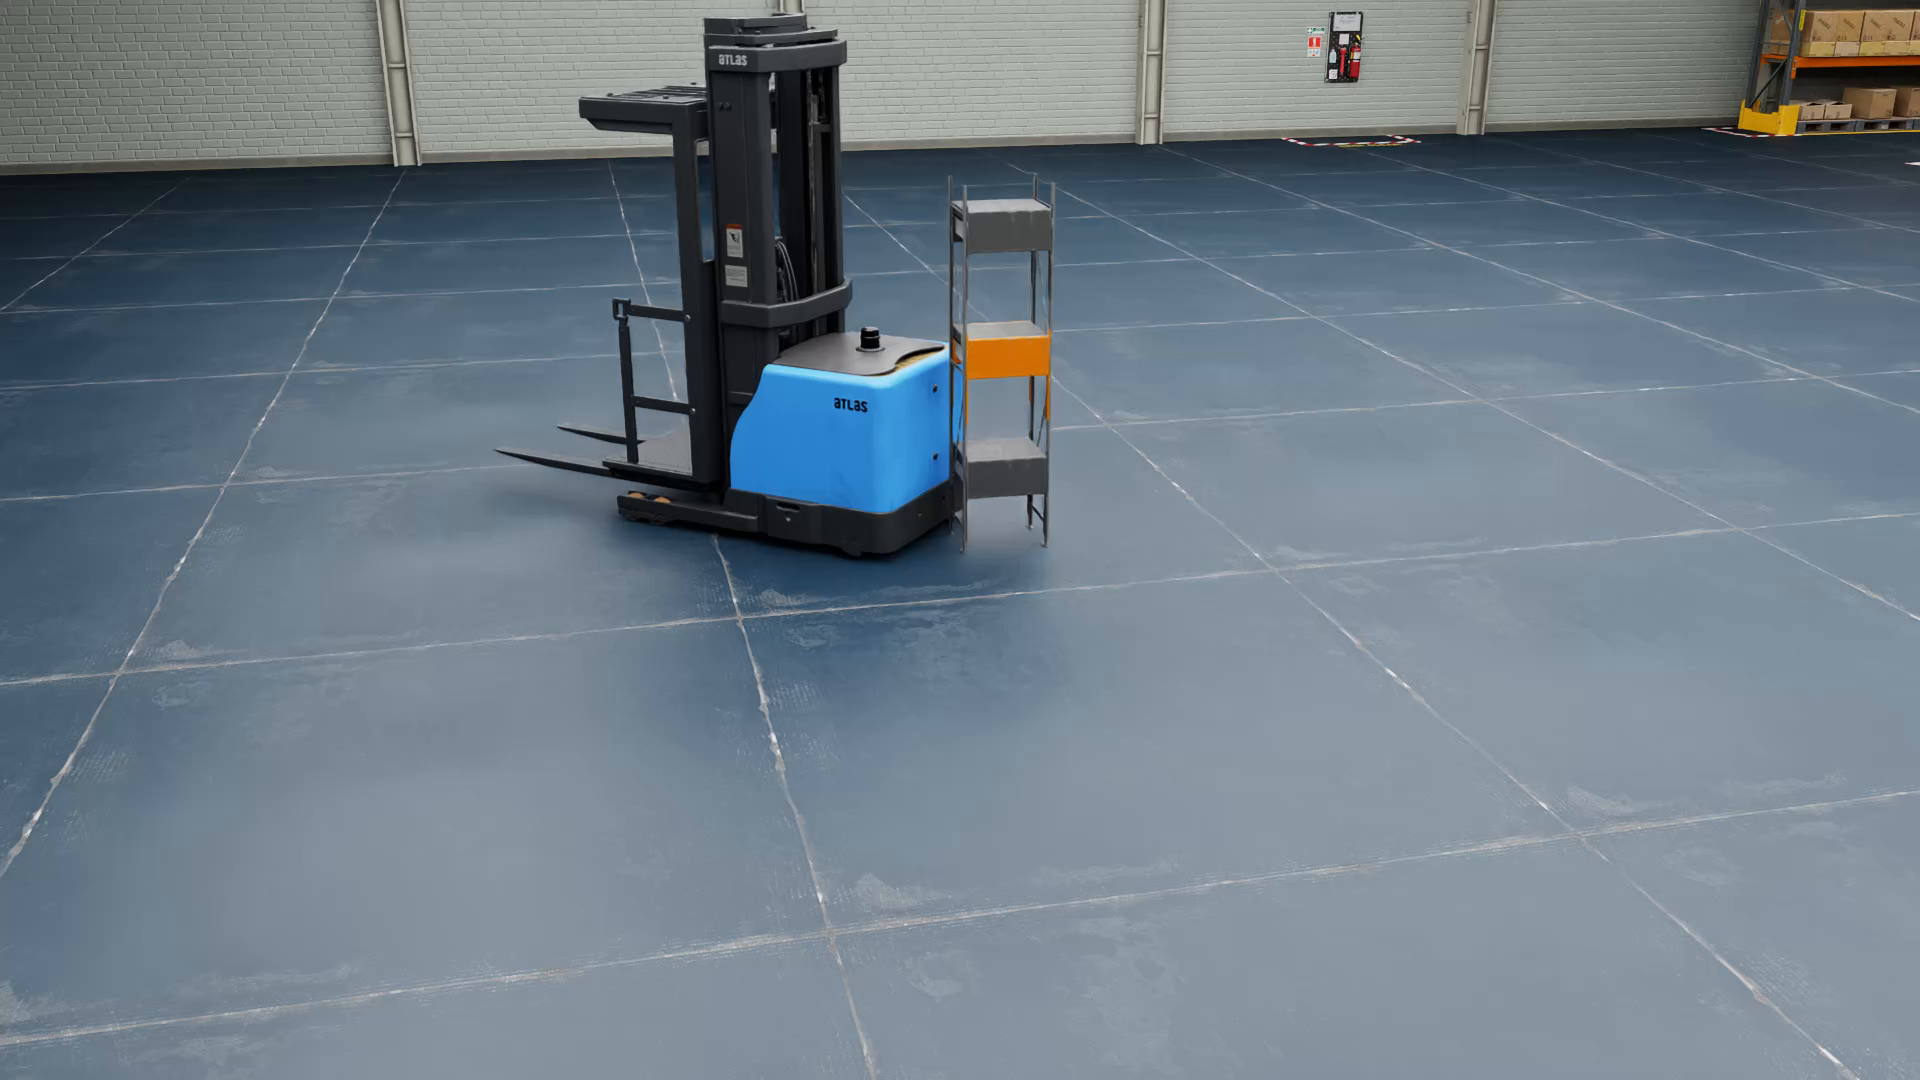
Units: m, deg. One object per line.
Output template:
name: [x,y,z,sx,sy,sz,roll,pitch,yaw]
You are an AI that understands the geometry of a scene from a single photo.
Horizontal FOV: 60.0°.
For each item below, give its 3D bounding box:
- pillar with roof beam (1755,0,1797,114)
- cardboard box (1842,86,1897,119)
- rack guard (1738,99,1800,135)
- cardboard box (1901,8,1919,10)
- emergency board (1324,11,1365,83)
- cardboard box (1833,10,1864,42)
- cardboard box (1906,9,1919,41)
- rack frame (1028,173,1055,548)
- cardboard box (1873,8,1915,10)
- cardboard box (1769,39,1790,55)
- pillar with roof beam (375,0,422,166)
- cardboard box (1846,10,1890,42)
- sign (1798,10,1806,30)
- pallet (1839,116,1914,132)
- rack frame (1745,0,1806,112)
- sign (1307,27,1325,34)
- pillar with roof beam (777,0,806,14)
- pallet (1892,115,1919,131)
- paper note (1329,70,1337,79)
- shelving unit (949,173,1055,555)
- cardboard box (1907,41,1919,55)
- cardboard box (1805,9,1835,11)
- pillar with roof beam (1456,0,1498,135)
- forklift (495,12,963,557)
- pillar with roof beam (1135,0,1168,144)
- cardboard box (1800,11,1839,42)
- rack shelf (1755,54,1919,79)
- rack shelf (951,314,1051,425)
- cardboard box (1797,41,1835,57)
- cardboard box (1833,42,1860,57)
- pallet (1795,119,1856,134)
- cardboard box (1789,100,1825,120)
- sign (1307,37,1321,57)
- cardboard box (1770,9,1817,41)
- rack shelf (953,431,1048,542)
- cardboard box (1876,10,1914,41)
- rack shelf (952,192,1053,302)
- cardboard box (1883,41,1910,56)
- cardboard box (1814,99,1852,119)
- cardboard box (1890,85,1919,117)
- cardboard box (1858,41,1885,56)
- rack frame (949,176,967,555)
pillar with roof beam: [15.860,-10.459,25.285,0.400,9.000,9.100,-5,21,-12]
cardboard box: [16.362,-7.882,29.966,0.500,0.500,0.700,-6,21,-16]
rack guard: [14.461,-7.571,29.755,0.348,0.500,1.175,-5,21,-12]
cardboard box: [17.270,-9.339,30.047,0.500,0.500,0.500,-5,21,-13]
emergency board: [6.617,-8.426,28.455,0.643,1.169,0.194,-5,21,-12]
cardboard box: [15.404,-9.003,29.128,0.500,0.500,0.500,-5,21,-12]
cardboard box: [16.914,-9.128,29.470,0.500,0.500,0.500,-5,21,-14]
rack frame: [0.463,-1.004,9.503,0.015,2.100,0.400,-4,21,-12]
cardboard box: [16.784,-9.302,29.945,0.500,0.500,0.500,-4,21,-11]
cardboard box: [14.798,-8.779,29.609,0.500,0.250,0.500,-4,21,-12]
pillar with roof beam: [-7.496,-8.560,20.099,0.400,9.000,9.100,-5,21,-12]
cardboard box: [15.909,-9.041,29.234,0.500,0.500,0.500,-5,21,-14]
sign: [14.512,-8.963,28.664,0.005,0.325,0.100,-5,21,-12]
pallet: [16.445,-7.583,30.208,1.213,0.211,1.003,-5,21,-12]
rack frame: [14.387,-8.738,29.309,0.127,3.000,1.000,-5,21,-12]
sign: [6.061,-8.679,28.325,0.331,0.109,0.001,-5,21,-12]
pillar with roof beam: [-1.657,-9.035,21.396,0.400,9.000,9.100,-5,21,-12]
pallet: [17.634,-7.681,30.475,1.213,0.211,1.003,-5,21,-12]
paper note: [6.429,-8.021,28.631,0.142,0.148,0.016,-5,21,-12]
shelving unit: [0.225,-0.986,9.453,0.503,2.100,0.431,-4,21,-12]
cardboard box: [16.916,-8.773,29.593,0.500,0.250,0.500,-5,21,-13]
cardboard box: [15.289,-9.175,29.598,0.500,0.500,0.500,-4,21,-12]
pillar with roof beam: [10.021,-9.984,23.988,0.400,9.000,9.100,-5,21,-12]
forklift: [-1.512,-1.616,9.964,3.031,2.935,1.130,10,22,25]
pillar with roof beam: [4.182,-9.510,22.692,0.400,9.000,9.100,-5,21,-12]
cardboard box: [14.921,-8.967,29.031,0.500,0.500,0.500,-5,21,-12]
rack shelf: [16.334,-8.559,29.865,4.000,0.370,1.077,-5,21,-12]
rack shelf: [0.225,-0.973,9.458,0.480,0.518,0.431,-4,21,-12]
cardboard box: [14.935,-8.610,29.146,0.500,0.250,0.500,-5,21,-14]
cardboard box: [15.437,-8.656,29.272,0.500,0.250,0.500,-5,21,-14]
pallet: [15.260,-7.488,29.948,1.213,0.211,1.003,-5,21,-12]
cardboard box: [15.081,-7.707,29.763,0.500,0.311,0.500,-7,21,-19]
sign: [6.055,-8.433,28.424,0.234,0.329,0.001,-5,21,-12]
cardboard box: [14.797,-9.138,29.498,0.500,0.500,0.500,-5,21,-13]
rack shelf: [0.225,-0.316,9.699,0.480,0.518,0.431,-4,21,-12]
cardboard box: [16.408,-9.086,29.357,0.500,0.500,0.500,-4,20,-11]
rack shelf: [0.225,-1.630,9.217,0.480,0.518,0.431,-4,21,-12]
cardboard box: [16.427,-8.733,29.484,0.500,0.250,0.500,-4,21,-12]
cardboard box: [15.636,-7.752,29.886,0.500,0.311,0.500,-3,20,-8]
cardboard box: [17.279,-7.992,30.267,0.500,0.500,0.500,-6,21,-17]
cardboard box: [15.934,-8.694,29.376,0.500,0.250,0.500,-5,21,-13]
rack frame: [-0.013,-0.968,9.404,0.015,2.100,0.400,-4,21,-12]
